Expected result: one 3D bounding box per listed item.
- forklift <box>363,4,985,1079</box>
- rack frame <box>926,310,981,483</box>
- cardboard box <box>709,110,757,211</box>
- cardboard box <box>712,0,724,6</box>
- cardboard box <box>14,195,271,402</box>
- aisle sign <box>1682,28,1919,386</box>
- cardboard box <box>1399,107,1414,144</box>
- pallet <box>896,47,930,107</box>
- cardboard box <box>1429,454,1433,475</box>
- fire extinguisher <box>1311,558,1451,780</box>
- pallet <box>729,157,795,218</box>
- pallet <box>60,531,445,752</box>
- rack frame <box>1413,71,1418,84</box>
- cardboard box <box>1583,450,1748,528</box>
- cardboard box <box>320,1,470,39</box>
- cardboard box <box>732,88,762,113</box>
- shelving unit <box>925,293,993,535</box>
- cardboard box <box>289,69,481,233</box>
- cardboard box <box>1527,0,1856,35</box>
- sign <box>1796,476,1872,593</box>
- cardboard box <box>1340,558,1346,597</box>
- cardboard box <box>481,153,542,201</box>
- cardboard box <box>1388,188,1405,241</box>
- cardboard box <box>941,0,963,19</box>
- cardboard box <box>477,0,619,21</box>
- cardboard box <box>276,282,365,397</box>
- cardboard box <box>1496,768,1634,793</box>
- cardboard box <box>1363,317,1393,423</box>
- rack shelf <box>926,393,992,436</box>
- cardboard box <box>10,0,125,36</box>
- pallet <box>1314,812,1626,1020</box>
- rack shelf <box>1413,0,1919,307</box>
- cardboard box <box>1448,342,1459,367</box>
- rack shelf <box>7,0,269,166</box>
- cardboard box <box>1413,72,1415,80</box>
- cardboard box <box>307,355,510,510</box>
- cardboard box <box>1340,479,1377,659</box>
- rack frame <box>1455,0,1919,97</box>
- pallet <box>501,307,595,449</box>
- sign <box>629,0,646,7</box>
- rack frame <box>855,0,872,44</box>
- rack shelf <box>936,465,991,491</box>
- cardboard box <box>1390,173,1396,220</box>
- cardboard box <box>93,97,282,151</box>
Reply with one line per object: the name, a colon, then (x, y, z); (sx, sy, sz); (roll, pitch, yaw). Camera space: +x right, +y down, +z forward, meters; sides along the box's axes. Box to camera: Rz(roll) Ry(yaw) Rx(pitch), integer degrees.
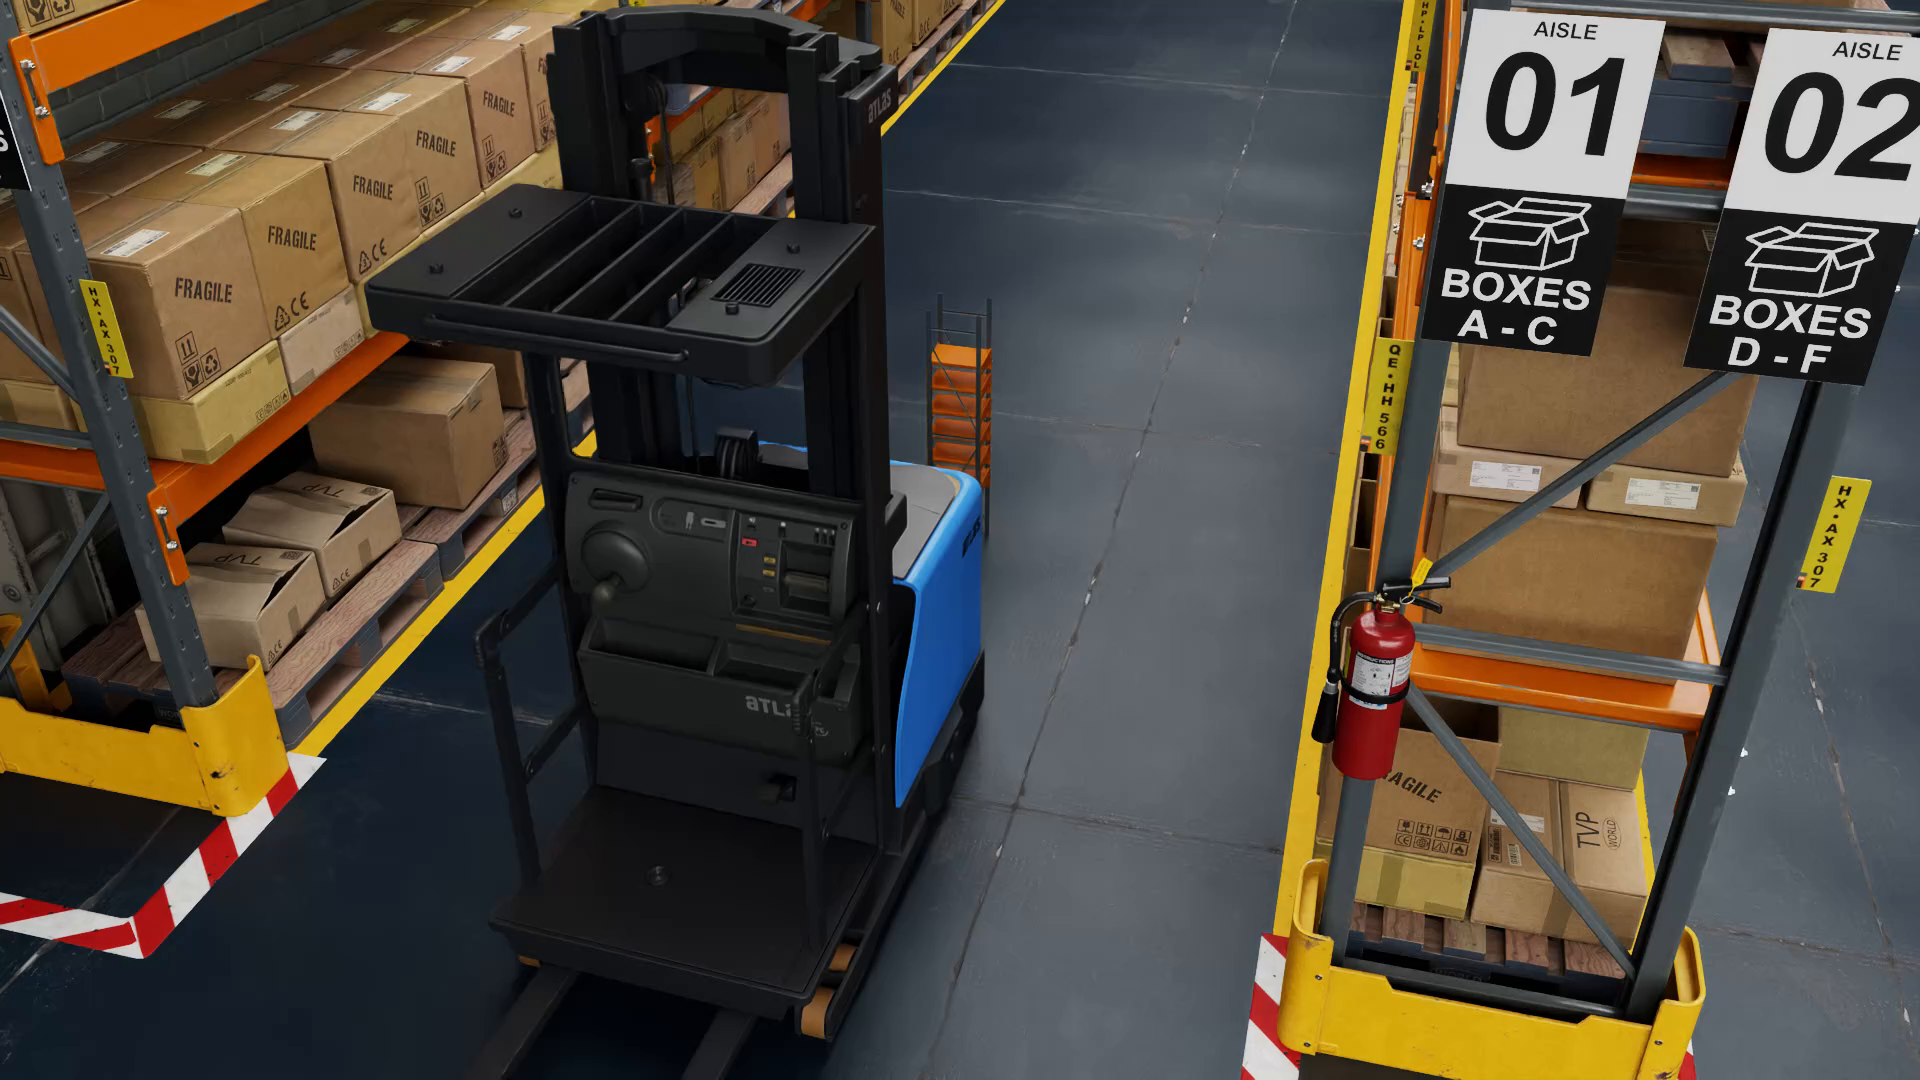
forklift: (-0.829, 0.099, 4.862); (1.130, 2.935, 3.031); (9, 34, 15)
rack frame: (-0.027, -0.451, 7.342); (0.240, 1.200, 0.006); (8, 33, 12)
cardboard box: (-1.748, -2.489, 10.789); (0.700, 0.500, 0.500); (8, 33, 13)
cardboard box: (-1.722, -3.562, 10.054); (0.700, 0.500, 0.500); (13, 35, 19)
cardboard box: (-2.773, -0.832, 5.685); (0.500, 0.500, 0.500); (8, 33, 12)
aisle sign: (1.887, -0.713, 3.652); (0.394, 0.787, 0.004); (8, 33, 12)
cardboard box: (3.095, -2.591, 10.678); (0.500, 0.311, 0.500); (7, 33, 11)
pallet: (-0.882, -3.737, 13.432); (1.003, 0.211, 1.213); (8, 33, 12)
cardboard box: (1.998, -0.504, 5.654); (0.700, 0.500, 0.500); (8, 33, 13)
fire extinguisher: (1.128, 0.339, 4.492); (0.296, 0.674, 0.183); (8, 33, 12)
pallet: (-1.666, -2.302, 11.174); (1.003, 0.211, 1.213); (8, 33, 12)
pallet: (-2.926, 0.357, 6.992); (1.003, 0.211, 1.213); (8, 33, 12)
rack frame: (3.637, -3.843, 10.999); (1.000, 3.000, 0.127); (8, 33, 12)
cardboard box: (1.915, -0.182, 4.542); (0.380, 0.149, 0.250); (8, 33, 12)
cardboard box: (-2.626, -2.218, 7.865); (0.500, 0.500, 0.500); (8, 33, 12)
cardboard box: (-1.618, -3.027, 10.936); (0.500, 0.250, 0.500); (8, 33, 12)
shelving unit: (-0.004, -0.499, 7.416); (0.258, 1.200, 0.189); (8, 33, 12)
cardboard box: (-2.382, -1.624, 6.931); (0.500, 0.500, 0.500); (9, 34, 14)
cardboard box: (1.757, -1.535, 3.954); (0.797, 0.503, 0.637); (10, 34, 16)
sign: (2.142, -0.011, 4.091); (0.100, 0.325, 0.005); (8, 33, 12)
cardboard box: (1.826, 0.193, 6.821); (0.500, 0.250, 0.500); (8, 33, 12)
cardboard box: (-2.244, -1.577, 7.556); (0.500, 0.250, 0.500); (8, 33, 12)
cardboard box: (2.703, -1.799, 9.433); (0.500, 0.311, 0.500); (8, 33, 12)
cardboard box: (-0.402, -5.044, 14.501); (0.750, 0.750, 0.750); (9, 34, 14)
cardboard box: (-1.991, -2.414, 8.173); (0.500, 0.500, 0.500); (8, 33, 12)
cardboard box: (-2.636, -0.790, 6.318); (0.500, 0.250, 0.500); (7, 33, 11)
cardboard box: (2.082, 0.784, 5.893); (0.500, 0.250, 0.500); (8, 33, 12)
cardboard box: (2.082, -0.642, 7.436); (0.500, 0.500, 0.500); (8, 33, 12)
rack shelf: (-0.004, -0.563, 7.376); (0.258, 0.103, 0.180); (8, 33, 12)
cardboard box: (-2.859, -1.820, 4.909); (0.500, 0.500, 0.500); (9, 34, 14)
pallet: (1.761, 1.083, 5.850); (1.003, 0.211, 1.213); (8, 33, 12)
rack shelf: (2.115, -1.691, 5.489); (1.077, 0.370, 4.000); (8, 33, 12)
cardboard box: (1.650, -0.500, 5.043); (0.380, 0.149, 0.250); (8, 33, 12)
rack shelf: (-2.678, -2.364, 6.547); (1.077, 0.370, 4.000); (8, 33, 12)
cardboard box: (3.648, -3.491, 12.365); (0.500, 0.500, 0.500); (9, 34, 14)
cardboard box: (-2.543, -0.511, 7.678); (0.700, 0.500, 0.500); (6, 33, 9)
cardboard box: (1.695, 0.136, 6.213); (0.500, 0.500, 0.500); (8, 33, 12)
rack frame: (1.607, -2.223, 2.859); (1.000, 3.000, 0.127); (8, 33, 12)
pallet: (-2.306, -0.909, 8.984); (1.003, 0.211, 1.213); (8, 33, 12)
sign: (-1.643, -2.735, 8.449); (0.100, 0.325, 0.005); (8, 33, 12)
rack frame: (-1.155, -4.515, 12.057); (1.000, 3.000, 0.127); (8, 33, 12)
rack shelf: (-0.004, -0.259, 7.569); (0.258, 0.103, 0.180); (8, 33, 12)
cardboard box: (2.968, -2.096, 10.423); (0.500, 0.250, 0.500); (7, 33, 11)
cardboard box: (-3.007, -1.428, 6.622); (0.500, 0.500, 0.500); (7, 33, 11)
